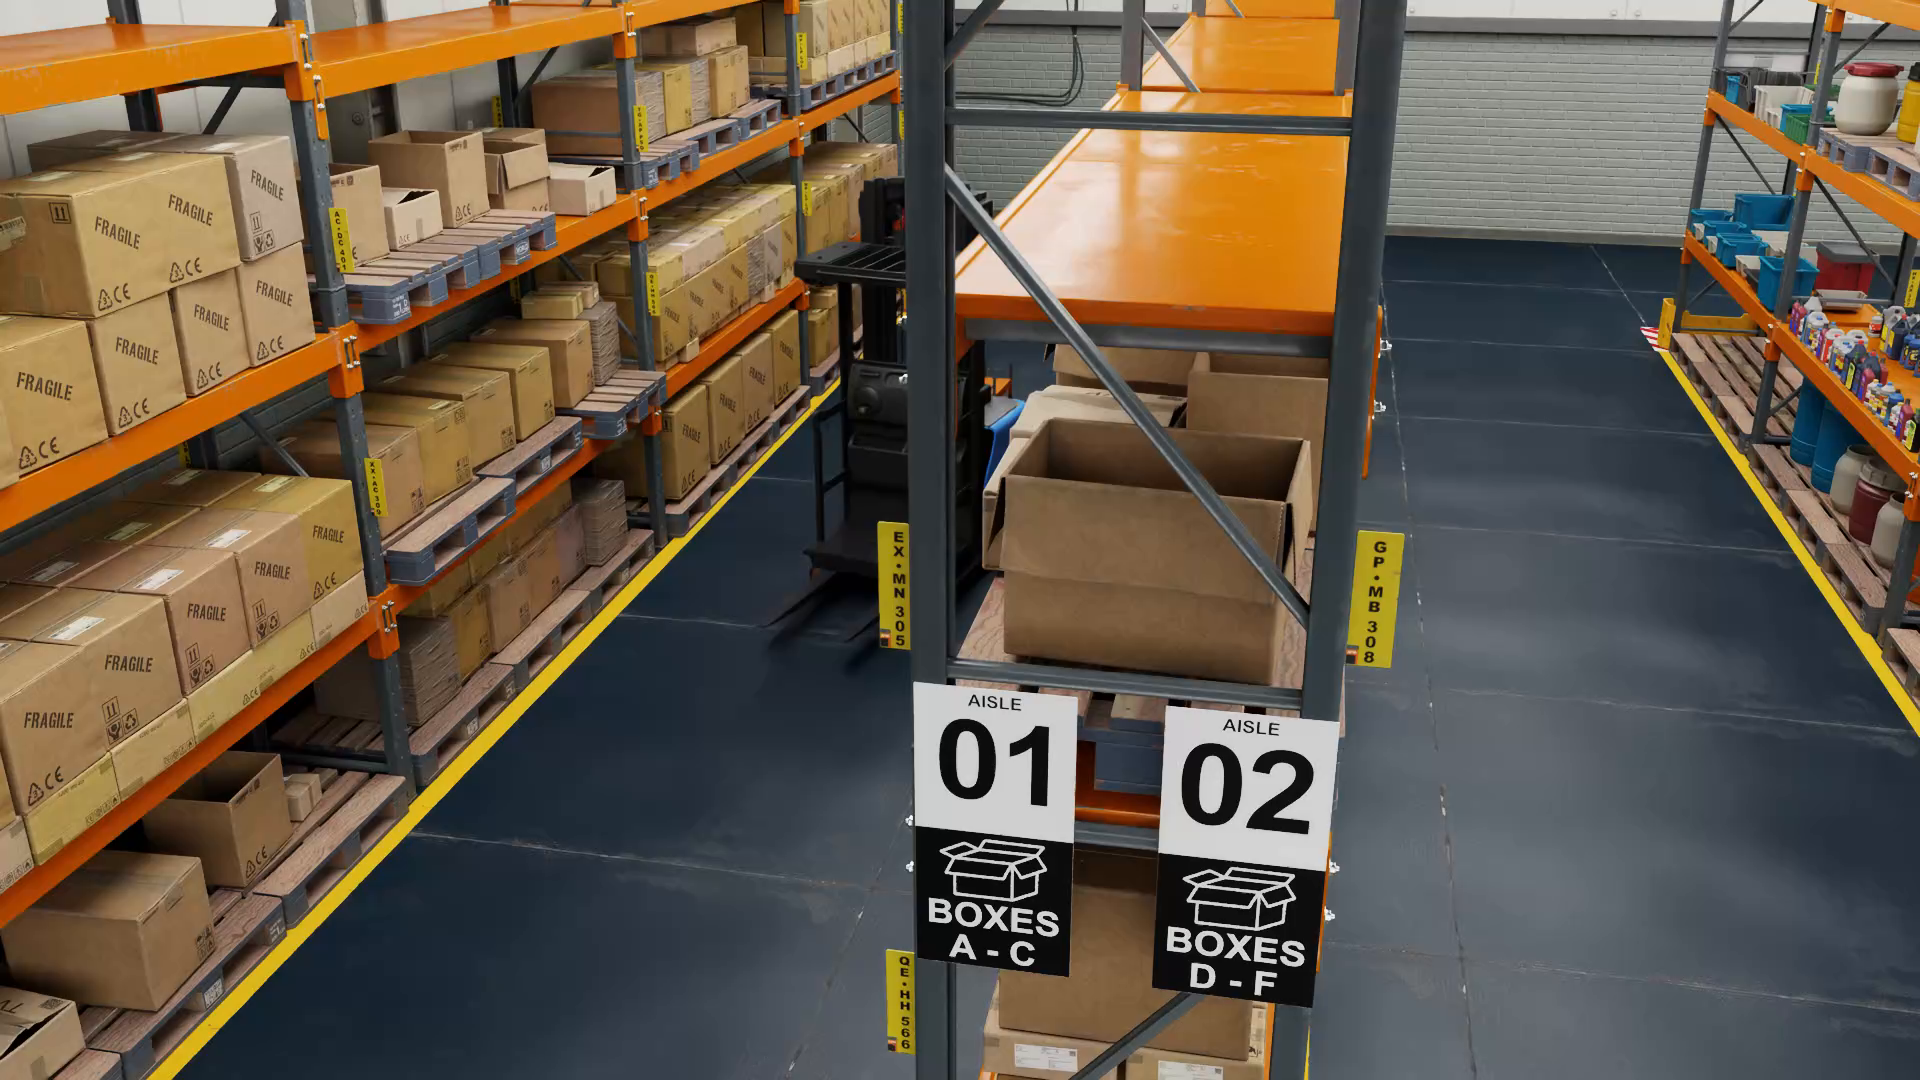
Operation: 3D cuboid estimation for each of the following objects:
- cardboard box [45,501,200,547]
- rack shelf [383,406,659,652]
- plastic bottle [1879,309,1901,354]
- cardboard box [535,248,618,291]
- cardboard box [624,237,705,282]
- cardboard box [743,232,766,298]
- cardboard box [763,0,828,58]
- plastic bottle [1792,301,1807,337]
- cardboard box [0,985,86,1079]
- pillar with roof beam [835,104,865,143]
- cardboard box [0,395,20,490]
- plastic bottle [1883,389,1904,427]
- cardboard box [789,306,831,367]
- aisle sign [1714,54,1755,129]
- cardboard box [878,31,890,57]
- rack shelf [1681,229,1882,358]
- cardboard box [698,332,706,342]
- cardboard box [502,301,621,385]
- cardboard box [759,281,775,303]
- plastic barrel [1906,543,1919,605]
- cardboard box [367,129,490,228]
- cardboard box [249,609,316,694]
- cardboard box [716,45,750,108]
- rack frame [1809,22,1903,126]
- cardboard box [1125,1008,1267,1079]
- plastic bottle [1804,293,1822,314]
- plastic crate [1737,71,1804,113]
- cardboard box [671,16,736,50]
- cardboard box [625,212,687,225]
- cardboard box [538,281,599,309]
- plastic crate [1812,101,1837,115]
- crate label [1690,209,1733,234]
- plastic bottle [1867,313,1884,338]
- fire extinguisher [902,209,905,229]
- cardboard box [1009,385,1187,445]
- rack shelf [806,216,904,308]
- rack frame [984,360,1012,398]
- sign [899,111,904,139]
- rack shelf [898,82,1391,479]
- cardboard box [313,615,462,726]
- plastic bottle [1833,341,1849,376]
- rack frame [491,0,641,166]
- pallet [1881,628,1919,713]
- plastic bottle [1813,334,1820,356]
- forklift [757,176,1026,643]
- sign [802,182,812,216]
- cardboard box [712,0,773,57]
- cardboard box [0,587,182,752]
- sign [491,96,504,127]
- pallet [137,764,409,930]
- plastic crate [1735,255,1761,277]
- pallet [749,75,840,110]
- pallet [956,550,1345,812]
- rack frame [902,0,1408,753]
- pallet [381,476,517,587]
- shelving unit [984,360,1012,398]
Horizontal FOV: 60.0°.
[{"bbox_3d":[-4.060,0.142,8.157,0.500,0.500,0.500,4,22,11],"label":"cardboard box"},{"bbox_3d":[-3.242,-0.313,11.079,1.077,0.370,4.000,4,22,11],"label":"rack shelf"},{"bbox_3d":[7.672,-1.713,13.658,0.144,0.351,0.185,4,22,11],"label":"plastic bottle"},{"bbox_3d":[-2.996,-2.106,13.004,0.500,0.250,0.500,5,22,12],"label":"cardboard box"},{"bbox_3d":[-2.380,-2.263,13.395,0.500,0.250,0.500,4,22,10],"label":"cardboard box"},{"bbox_3d":[-2.071,-2.477,14.929,0.500,0.500,0.500,4,22,11],"label":"cardboard box"},{"bbox_3d":[-1.598,-4.992,16.218,0.500,0.500,0.500,4,22,10],"label":"cardboard box"},{"bbox_3d":[7.161,-1.882,14.167,0.061,0.283,0.133,4,22,11],"label":"plastic bottle"},{"bbox_3d":[-4.121,2.136,7.046,0.500,0.311,0.500,6,23,15],"label":"cardboard box"},{"bbox_3d":[2.717,-7.812,20.706,9.100,9.000,0.400,4,22,11],"label":"pillar with roof beam"},{"bbox_3d":[-3.907,-0.387,6.123,0.500,0.500,0.500,6,23,13],"label":"cardboard box"},{"bbox_3d":[6.657,-0.940,11.846,0.097,0.271,0.097,0,22,0],"label":"plastic bottle"},{"bbox_3d":[-1.765,-2.142,17.442,0.700,0.500,0.500,5,22,12],"label":"cardboard box"},{"bbox_3d":[8.221,-4.804,17.787,0.394,0.787,0.004,4,22,11],"label":"aisle sign"},{"bbox_3d":[-1.092,-5.579,18.681,0.500,0.250,0.500,5,23,13],"label":"cardboard box"},{"bbox_3d":[8.089,-2.484,16.469,1.077,0.370,4.000,4,22,11],"label":"rack shelf"},{"bbox_3d":[-2.368,-1.753,14.001,0.380,0.149,0.250,5,22,12],"label":"cardboard box"},{"bbox_3d":[-2.920,-1.456,12.232,0.700,0.500,0.500,2,22,5],"label":"cardboard box"},{"bbox_3d":[-1.932,-2.302,15.365,0.380,0.149,0.250,4,22,11],"label":"cardboard box"},{"bbox_3d":[6.947,0.008,11.660,0.600,0.830,0.708,4,22,11],"label":"plastic barrel"},{"bbox_3d":[-3.209,-2.193,10.073,0.500,0.500,0.500,4,22,9],"label":"cardboard box"},{"bbox_3d":[-3.560,0.523,8.215,0.500,0.250,0.500,5,22,11],"label":"cardboard box"},{"bbox_3d":[-2.305,-4.170,14.954,0.700,0.500,0.500,3,22,8],"label":"cardboard box"},{"bbox_3d":[7.680,-4.869,13.398,1.000,3.000,0.127,4,22,11],"label":"rack frame"},{"bbox_3d":[0.674,1.449,4.738,0.380,0.149,0.250,4,22,11],"label":"cardboard box"},{"bbox_3d":[7.283,-1.944,14.233,0.144,0.351,0.185,4,22,11],"label":"plastic bottle"},{"bbox_3d":[7.916,-4.374,16.267,0.504,0.338,0.767,4,22,11],"label":"plastic crate"},{"bbox_3d":[-2.326,-4.519,14.818,0.500,0.250,0.500,6,23,15],"label":"cardboard box"},{"bbox_3d":[-2.675,-2.668,14.401,0.500,0.250,0.500,4,22,10],"label":"cardboard box"},{"bbox_3d":[-2.875,-1.801,12.220,0.380,0.149,0.250,2,22,4],"label":"cardboard box"},{"bbox_3d":[8.318,-4.044,15.716,0.437,0.136,0.530,4,22,11],"label":"plastic crate"},{"bbox_3d":[8.124,-3.434,18.009,0.416,0.233,0.303,4,22,11],"label":"crate label"},{"bbox_3d":[7.791,-1.828,14.143,0.097,0.201,0.097,0,22,0],"label":"plastic bottle"},{"bbox_3d":[-0.719,-4.115,20.160,0.296,0.674,0.183,4,22,11],"label":"fire extinguisher"},{"bbox_3d":[0.474,-0.331,5.515,0.500,0.311,0.500,7,23,17],"label":"cardboard box"},{"bbox_3d":[-1.610,-3.239,18.344,1.077,0.370,4.000,4,22,11],"label":"rack shelf"},{"bbox_3d":[0.315,-0.935,14.068,0.240,1.200,0.015,6,23,16],"label":"rack frame"},{"bbox_3d":[-0.674,-4.905,19.650,0.100,0.325,0.005,4,22,11],"label":"sign"},{"bbox_3d":[0.792,-1.071,5.467,1.077,0.370,4.000,4,22,11],"label":"rack shelf"},{"bbox_3d":[-3.517,0.769,10.185,0.700,0.500,0.500,5,23,13],"label":"cardboard box"},{"bbox_3d":[6.926,-1.422,13.043,0.097,0.271,0.097,0,22,0],"label":"plastic bottle"},{"bbox_3d":[-2.834,-4.161,11.640,1.000,3.000,0.127,4,22,11],"label":"rack frame"},{"bbox_3d":[6.668,0.951,10.711,1.003,0.211,1.213,4,22,11],"label":"pallet"},{"bbox_3d":[7.048,-1.608,13.598,0.097,0.201,0.097,0,22,0],"label":"plastic bottle"},{"bbox_3d":[-0.477,-1.040,12.012,1.130,2.935,3.031,9,24,22],"label":"forklift"},{"bbox_3d":[-1.485,-3.304,16.098,0.100,0.325,0.005,4,22,11],"label":"sign"},{"bbox_3d":[-2.104,-5.025,16.302,0.500,0.500,0.500,4,22,11],"label":"cardboard box"},{"bbox_3d":[-3.759,0.550,7.143,0.500,0.500,0.500,5,23,13],"label":"cardboard box"},{"bbox_3d":[-3.376,-3.092,12.202,0.100,0.325,0.005,4,22,11],"label":"sign"},{"bbox_3d":[-3.753,1.626,9.033,1.003,0.211,1.213,4,22,11],"label":"pallet"},{"bbox_3d":[7.742,-2.651,16.195,0.293,0.136,0.466,4,22,11],"label":"plastic crate"},{"bbox_3d":[-1.841,-4.490,16.591,1.003,0.211,1.213,4,22,11],"label":"pallet"},{"bbox_3d":[0.553,0.317,4.656,1.003,0.211,1.213,4,22,11],"label":"pallet"},{"bbox_3d":[0.383,-0.859,3.442,1.000,3.000,0.127,4,22,11],"label":"rack frame"},{"bbox_3d":[-3.352,-0.095,9.831,1.003,0.211,1.213,4,22,11],"label":"pallet"},{"bbox_3d":[0.244,-0.848,13.851,0.258,1.200,0.503,6,23,16],"label":"shelving unit"}]
